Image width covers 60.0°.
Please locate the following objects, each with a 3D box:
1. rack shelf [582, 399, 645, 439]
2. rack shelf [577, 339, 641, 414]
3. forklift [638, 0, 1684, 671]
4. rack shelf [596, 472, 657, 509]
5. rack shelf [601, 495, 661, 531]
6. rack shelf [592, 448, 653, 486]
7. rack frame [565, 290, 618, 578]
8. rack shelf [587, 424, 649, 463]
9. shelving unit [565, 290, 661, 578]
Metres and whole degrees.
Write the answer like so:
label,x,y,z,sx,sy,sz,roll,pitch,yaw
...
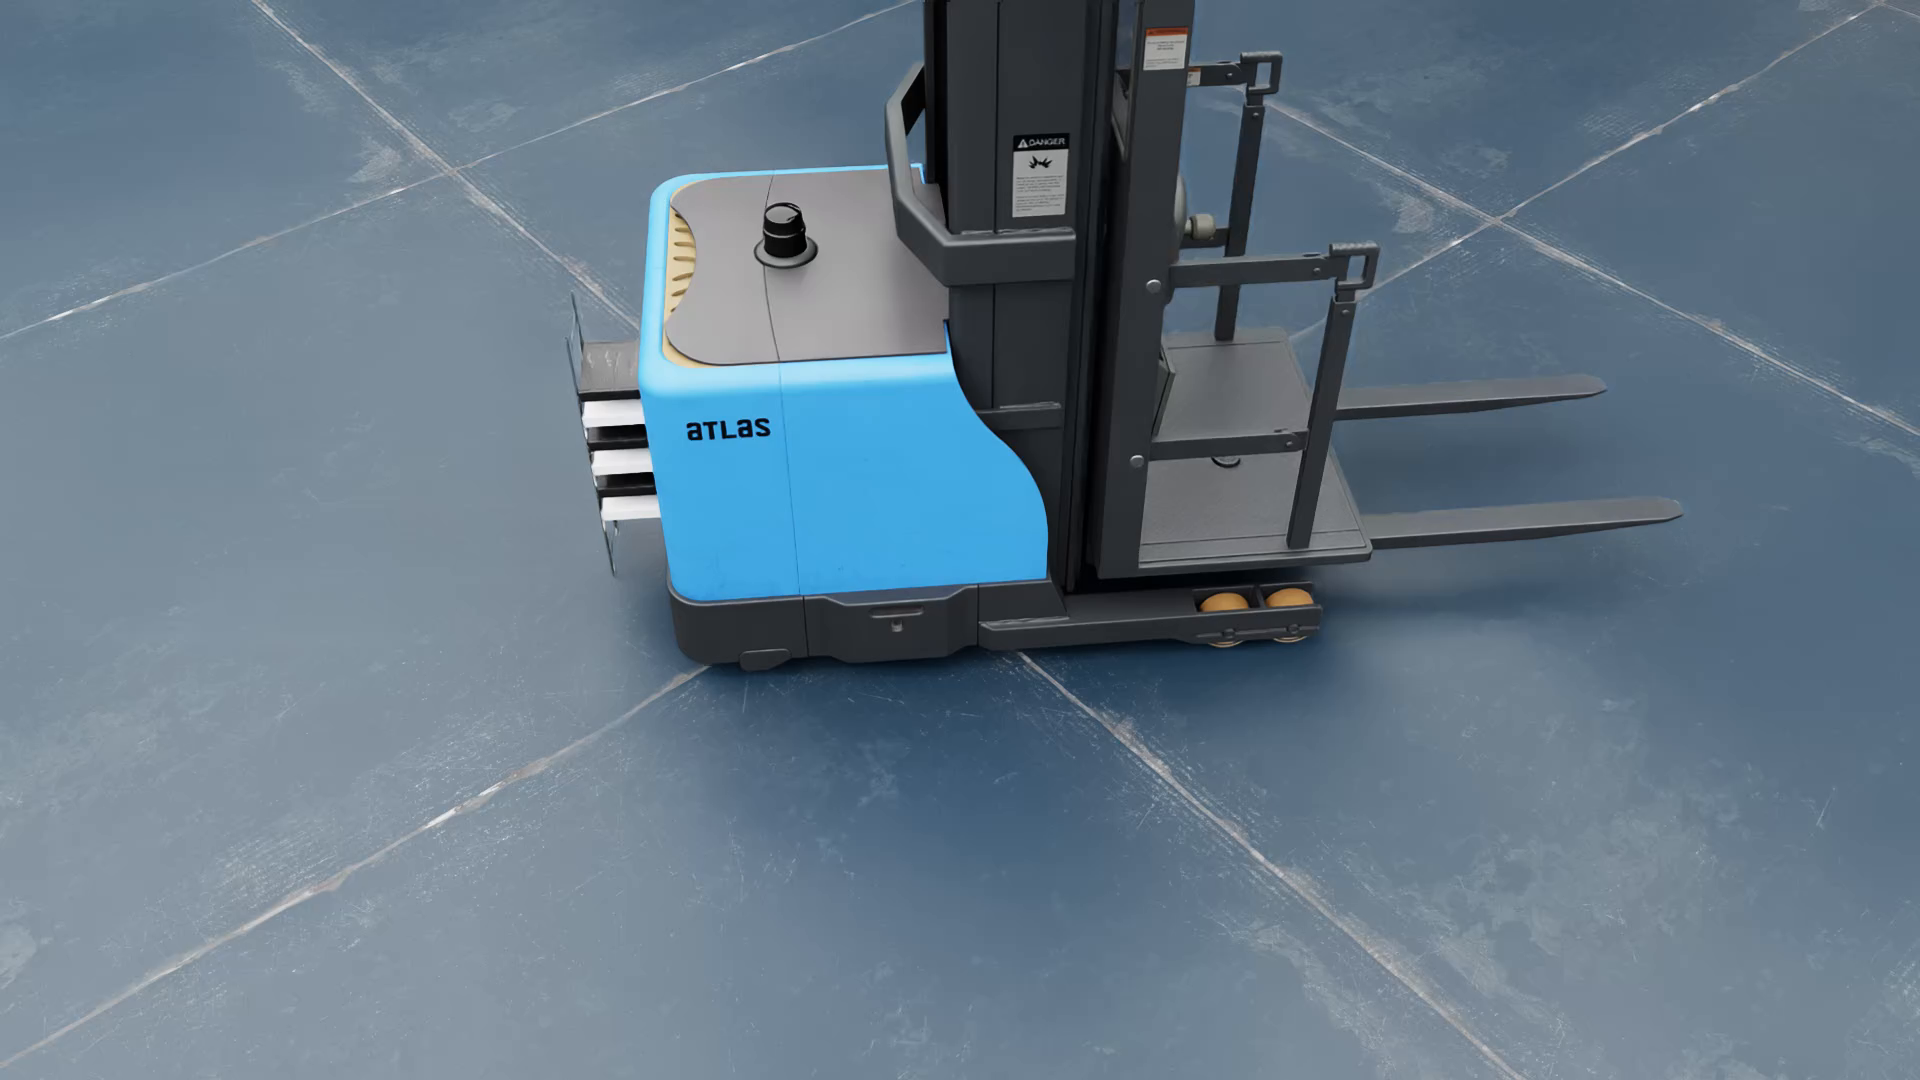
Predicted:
label,x,y,z,sx,sy,sz,roll,pitch,yaw
rack shelf,-0.979,-0.408,4.812,0.200,0.077,0.258,-4,43,-4
rack shelf,-0.979,-0.473,4.751,0.200,0.077,0.258,-4,43,-4
forklift,0.644,-1.111,4.292,3.031,2.935,1.130,-4,43,-4
rack shelf,-0.979,-0.211,4.997,0.200,0.077,0.258,-4,43,-4
rack shelf,-0.979,-0.145,5.059,0.200,0.077,0.258,-4,43,-4
rack shelf,-0.979,-0.276,4.936,0.200,0.077,0.258,-4,43,-4
rack frame,-1.080,-0.294,4.906,0.006,0.900,0.240,-4,43,-4
rack shelf,-0.979,-0.342,4.874,0.200,0.077,0.258,-4,43,-4
shelving unit,-0.979,-0.301,4.913,0.210,0.900,0.258,-4,43,-4
